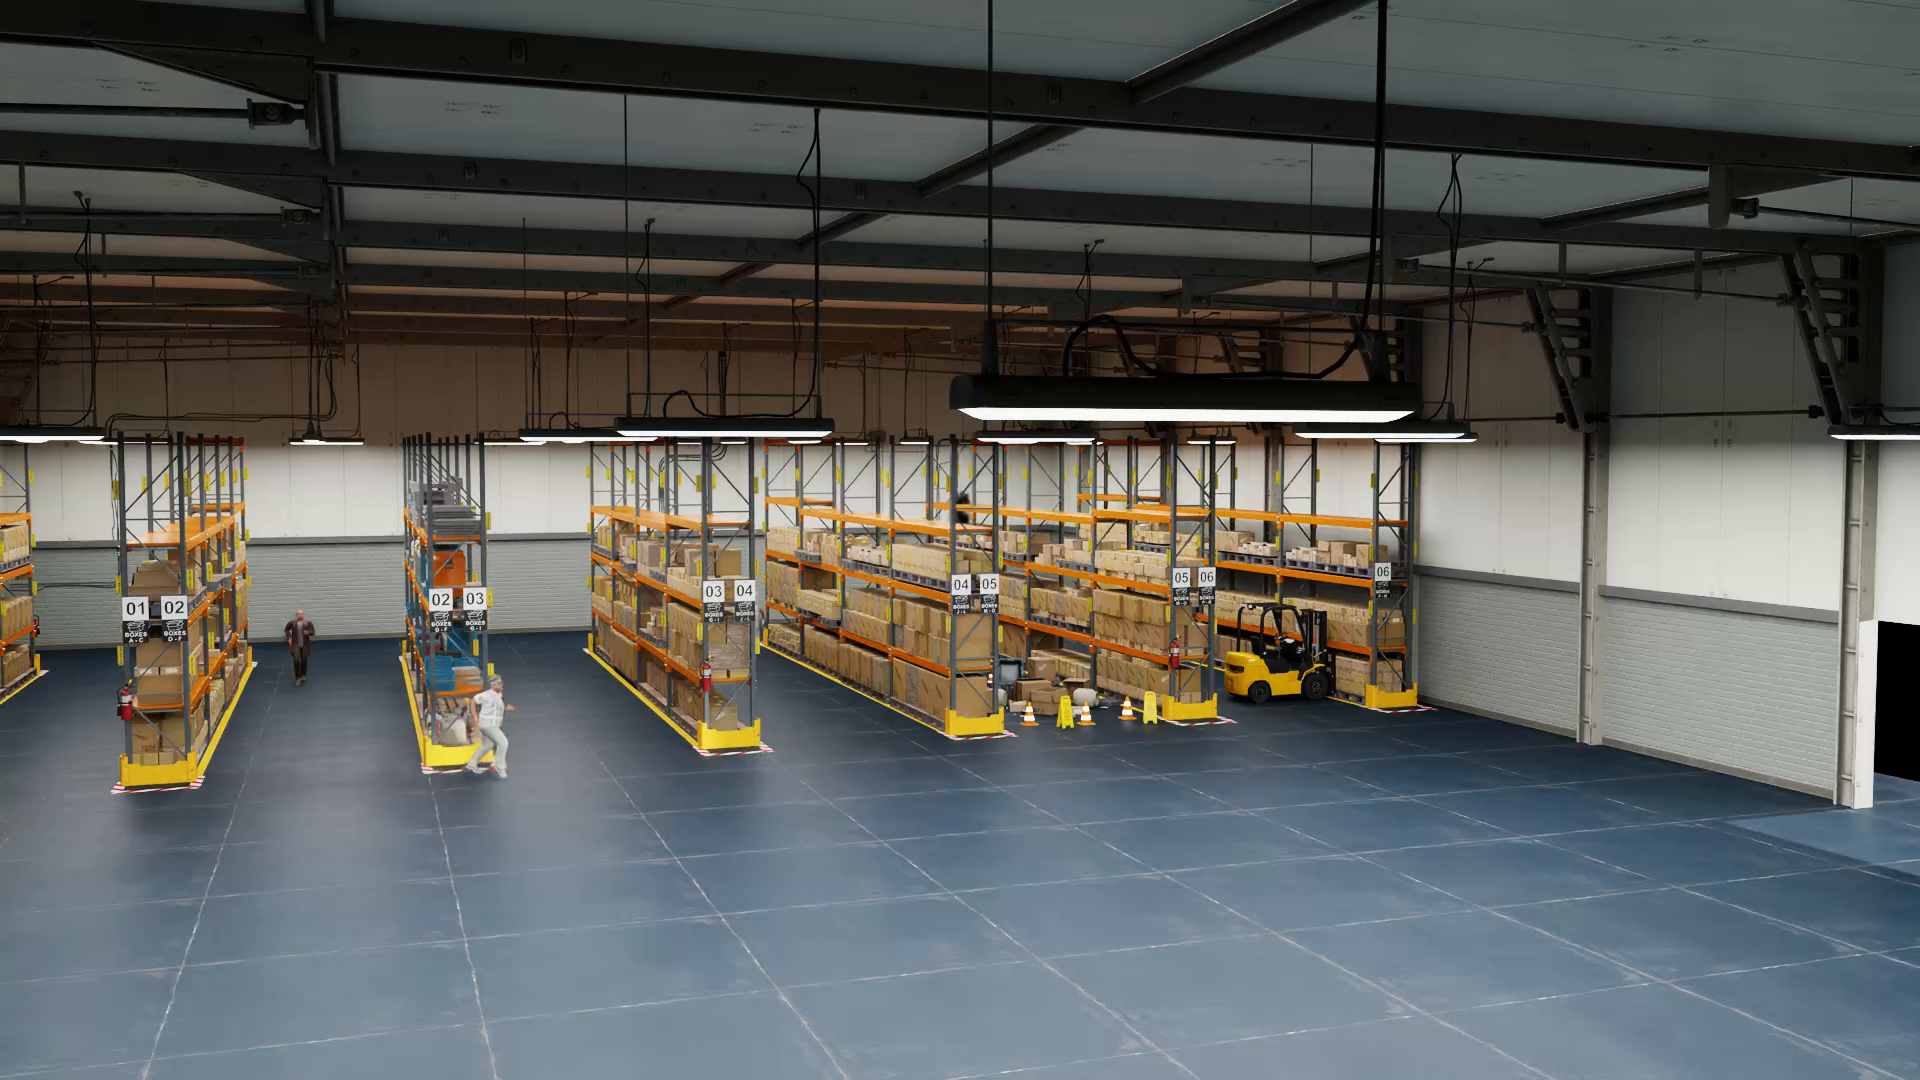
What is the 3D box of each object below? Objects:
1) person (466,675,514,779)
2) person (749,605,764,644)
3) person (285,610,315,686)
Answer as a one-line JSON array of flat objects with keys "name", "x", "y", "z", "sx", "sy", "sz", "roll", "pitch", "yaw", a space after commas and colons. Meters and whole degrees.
[{"name": "person", "x": -8.174, "y": 3.252, "z": 28.863, "sx": 0.875, "sy": 1.829, "sz": 0.686, "roll": 0, "pitch": 3, "yaw": 6}, {"name": "person", "x": -5.559, "y": 2.380, "z": 44.701, "sx": 0.731, "sy": 1.724, "sz": 0.667, "roll": -1, "pitch": 3, "yaw": -20}, {"name": "person", "x": -15.970, "y": 2.604, "z": 40.268, "sx": 0.682, "sy": 1.841, "sz": 0.801, "roll": -1, "pitch": 3, "yaw": -24}]
